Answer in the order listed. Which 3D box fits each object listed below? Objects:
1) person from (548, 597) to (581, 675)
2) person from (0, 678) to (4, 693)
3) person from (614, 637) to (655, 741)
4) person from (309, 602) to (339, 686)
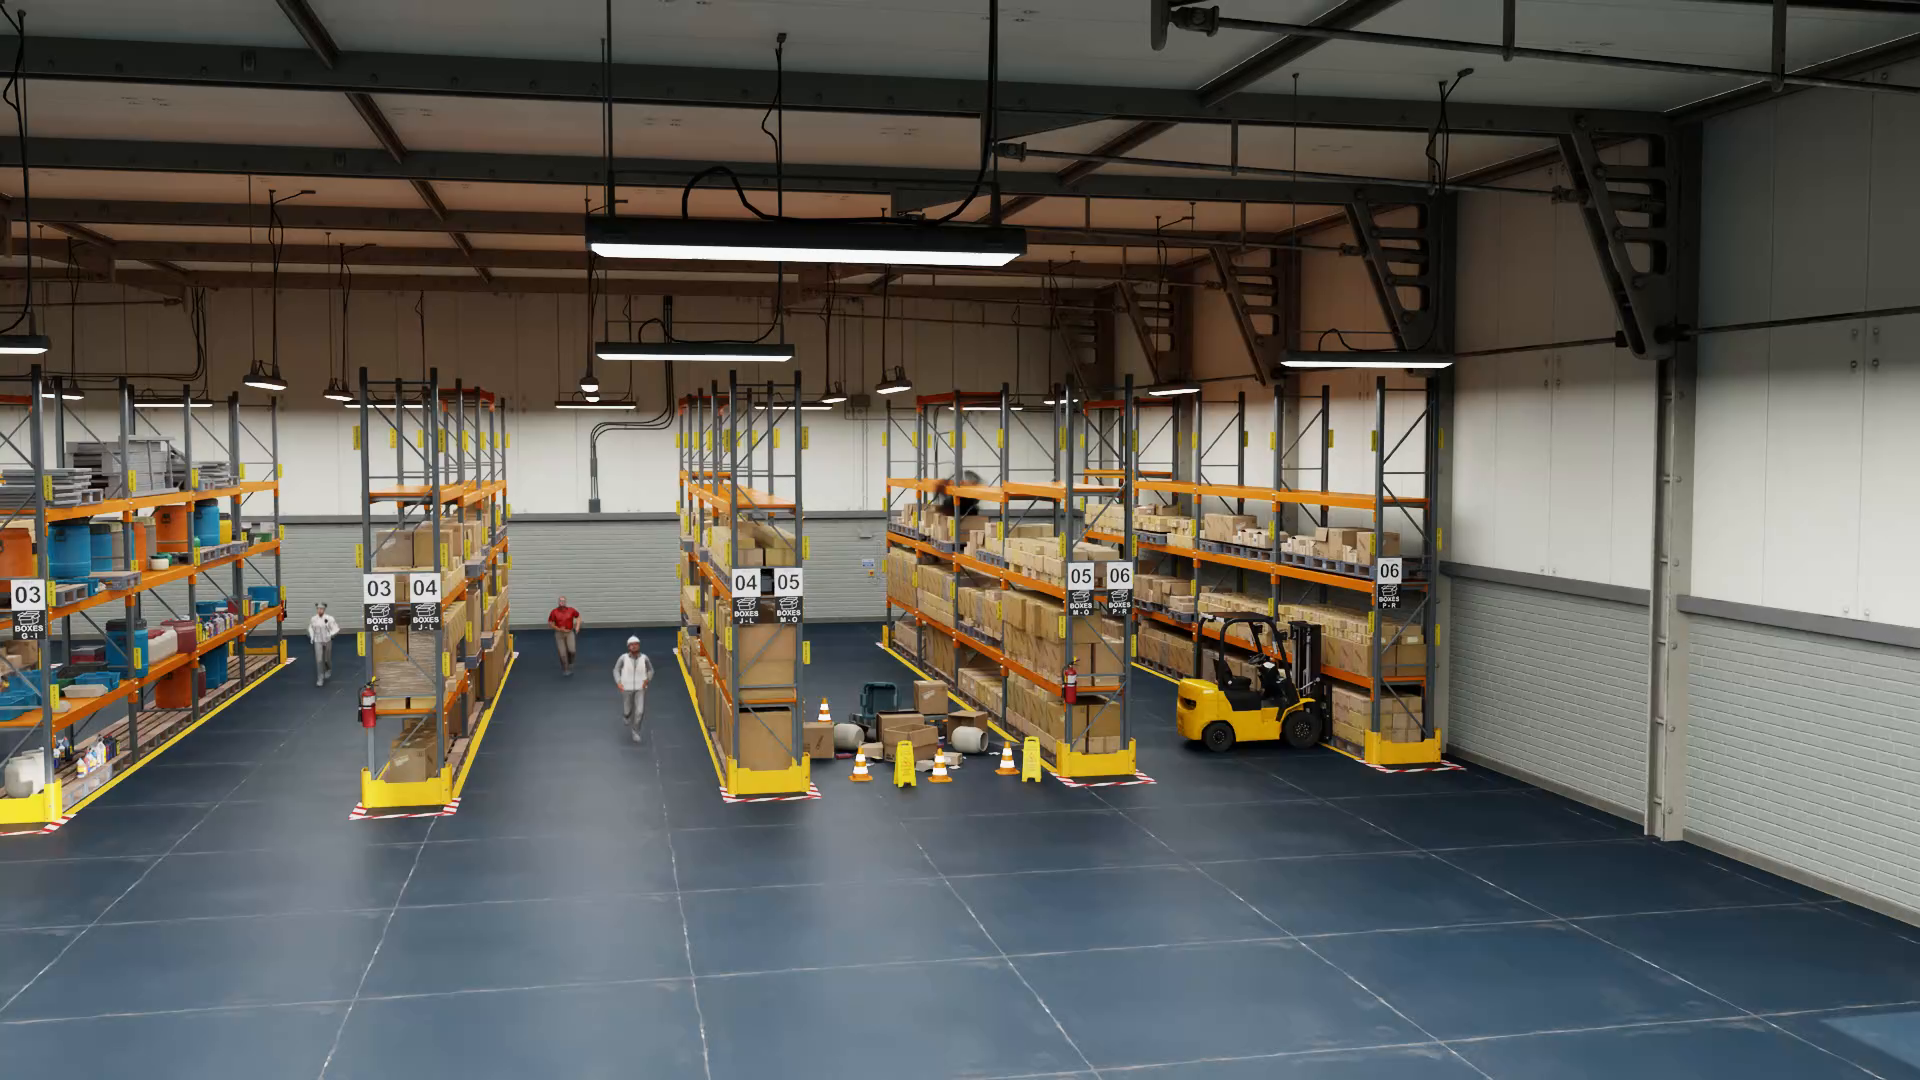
[{"bbox_3d":[-8.440,2.052,35.508,0.683,1.683,0.570,-1,3,-12],"label":"person"},{"bbox_3d":[-15.139,2.599,25.566,0.680,1.740,0.573,-1,4,-15],"label":"person"},{"bbox_3d":[-5.482,2.487,27.990,0.678,1.728,0.643,-1,3,-13],"label":"person"},{"bbox_3d":[-13.050,2.102,34.111,0.610,1.694,0.860,-1,3,-12],"label":"person"}]
